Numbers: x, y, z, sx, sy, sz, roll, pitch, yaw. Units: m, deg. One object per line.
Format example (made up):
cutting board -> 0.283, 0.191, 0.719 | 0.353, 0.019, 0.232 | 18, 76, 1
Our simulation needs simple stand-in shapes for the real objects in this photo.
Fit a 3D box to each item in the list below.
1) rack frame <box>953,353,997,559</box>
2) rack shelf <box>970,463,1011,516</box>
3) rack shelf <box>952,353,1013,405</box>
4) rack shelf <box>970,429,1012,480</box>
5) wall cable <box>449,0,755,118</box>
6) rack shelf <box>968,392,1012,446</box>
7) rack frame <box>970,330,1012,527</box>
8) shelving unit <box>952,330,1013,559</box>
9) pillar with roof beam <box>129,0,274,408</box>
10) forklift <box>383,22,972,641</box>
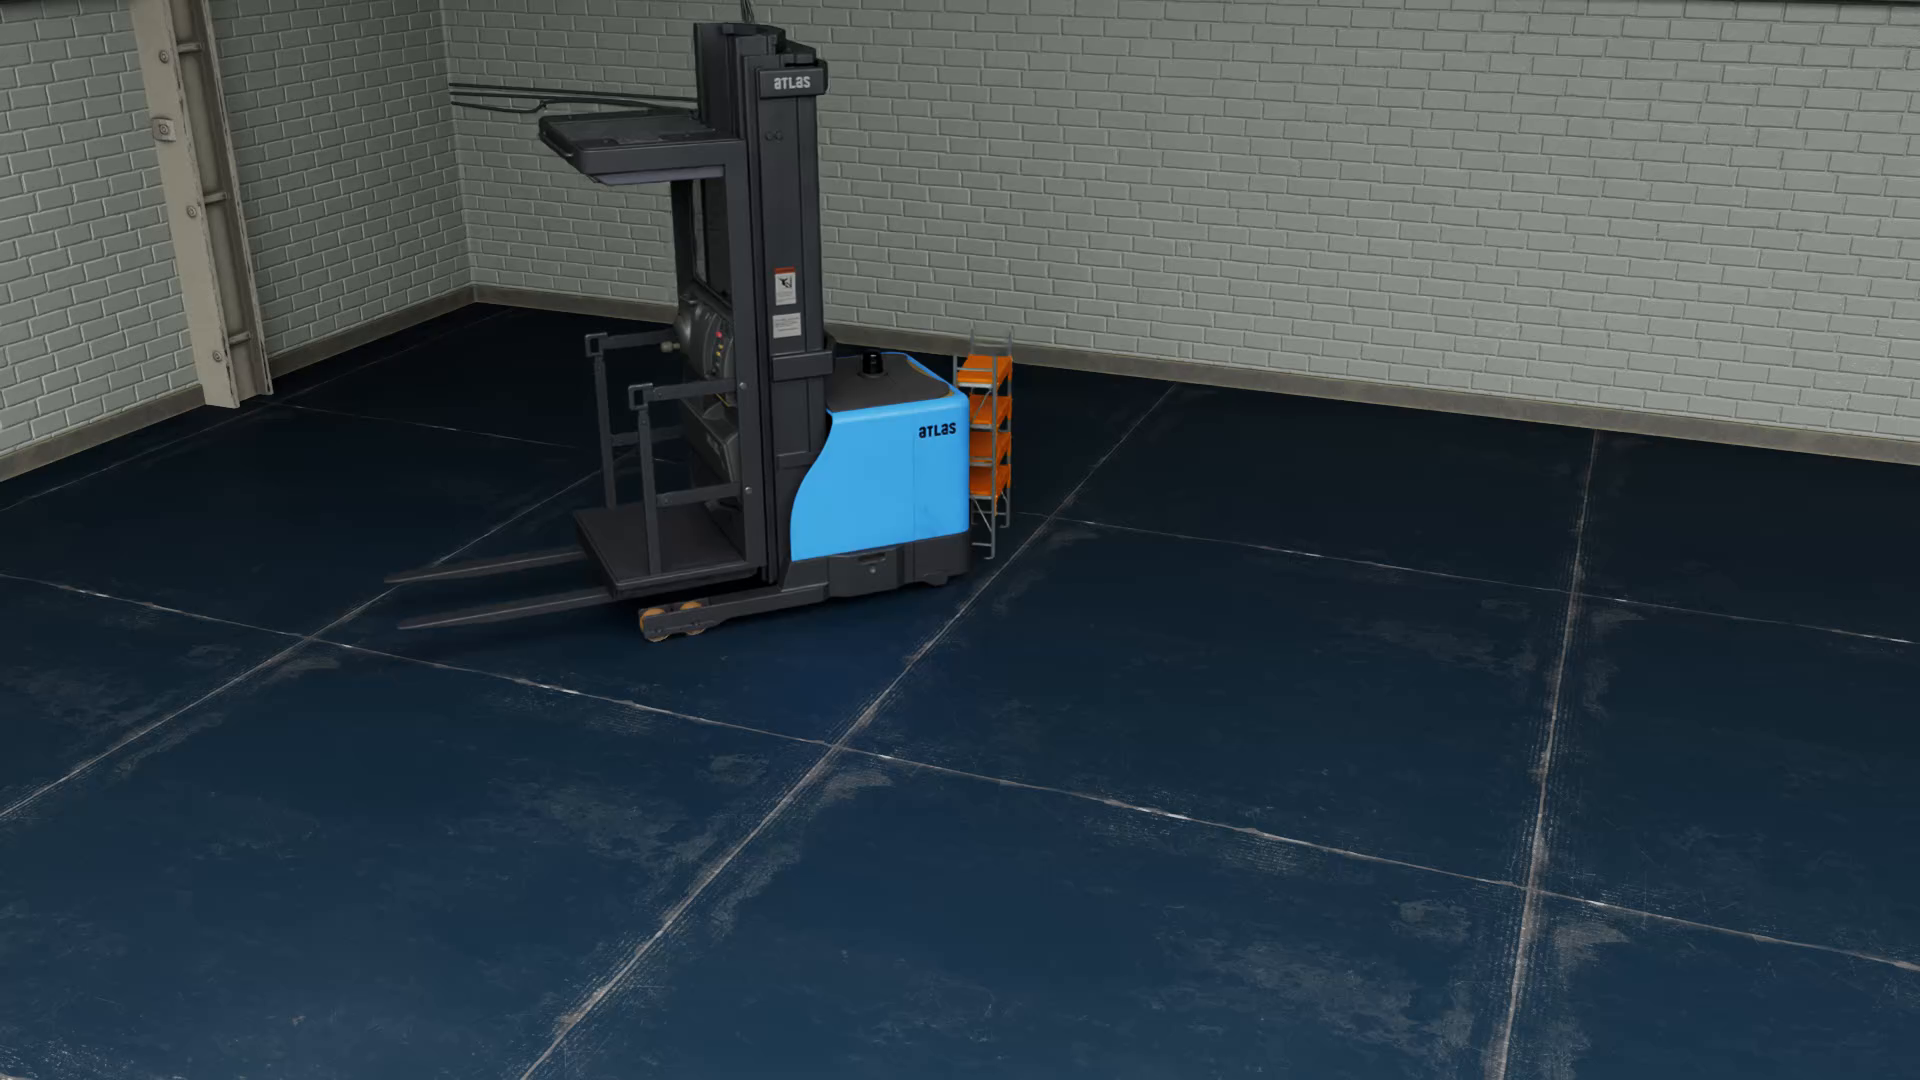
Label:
rack frame -> 0.081, -0.456, 9.285 | 0.240, 1.200, 0.015 | 4, 23, 10
rack shelf -> 0.129, -0.303, 9.608 | 0.258, 0.148, 0.480 | 4, 23, 10
rack shelf -> 0.129, -0.911, 9.354 | 0.258, 0.148, 0.480 | 4, 23, 10
rack shelf -> 0.129, -0.486, 9.531 | 0.258, 0.148, 0.480 | 4, 23, 10
wall cable -> -2.992, -4.629, 13.185 | 3.097, 2.526, 0.112 | 9, 24, 20
rack shelf -> 0.129, -0.692, 9.445 | 0.258, 0.148, 0.480 | 4, 23, 10
rack frame -> 0.177, -0.640, 9.726 | 0.240, 1.200, 0.015 | 4, 23, 10
shelving unit -> 0.129, -0.548, 9.505 | 0.258, 1.200, 0.503 | 4, 23, 10
pillar with roof beam -> -1.317, -4.581, 9.041 | 9.100, 9.000, 0.400 | 9, 24, 20
forklift -> -1.497, -1.065, 8.496 | 3.031, 2.935, 1.130 | -10, 25, -22
